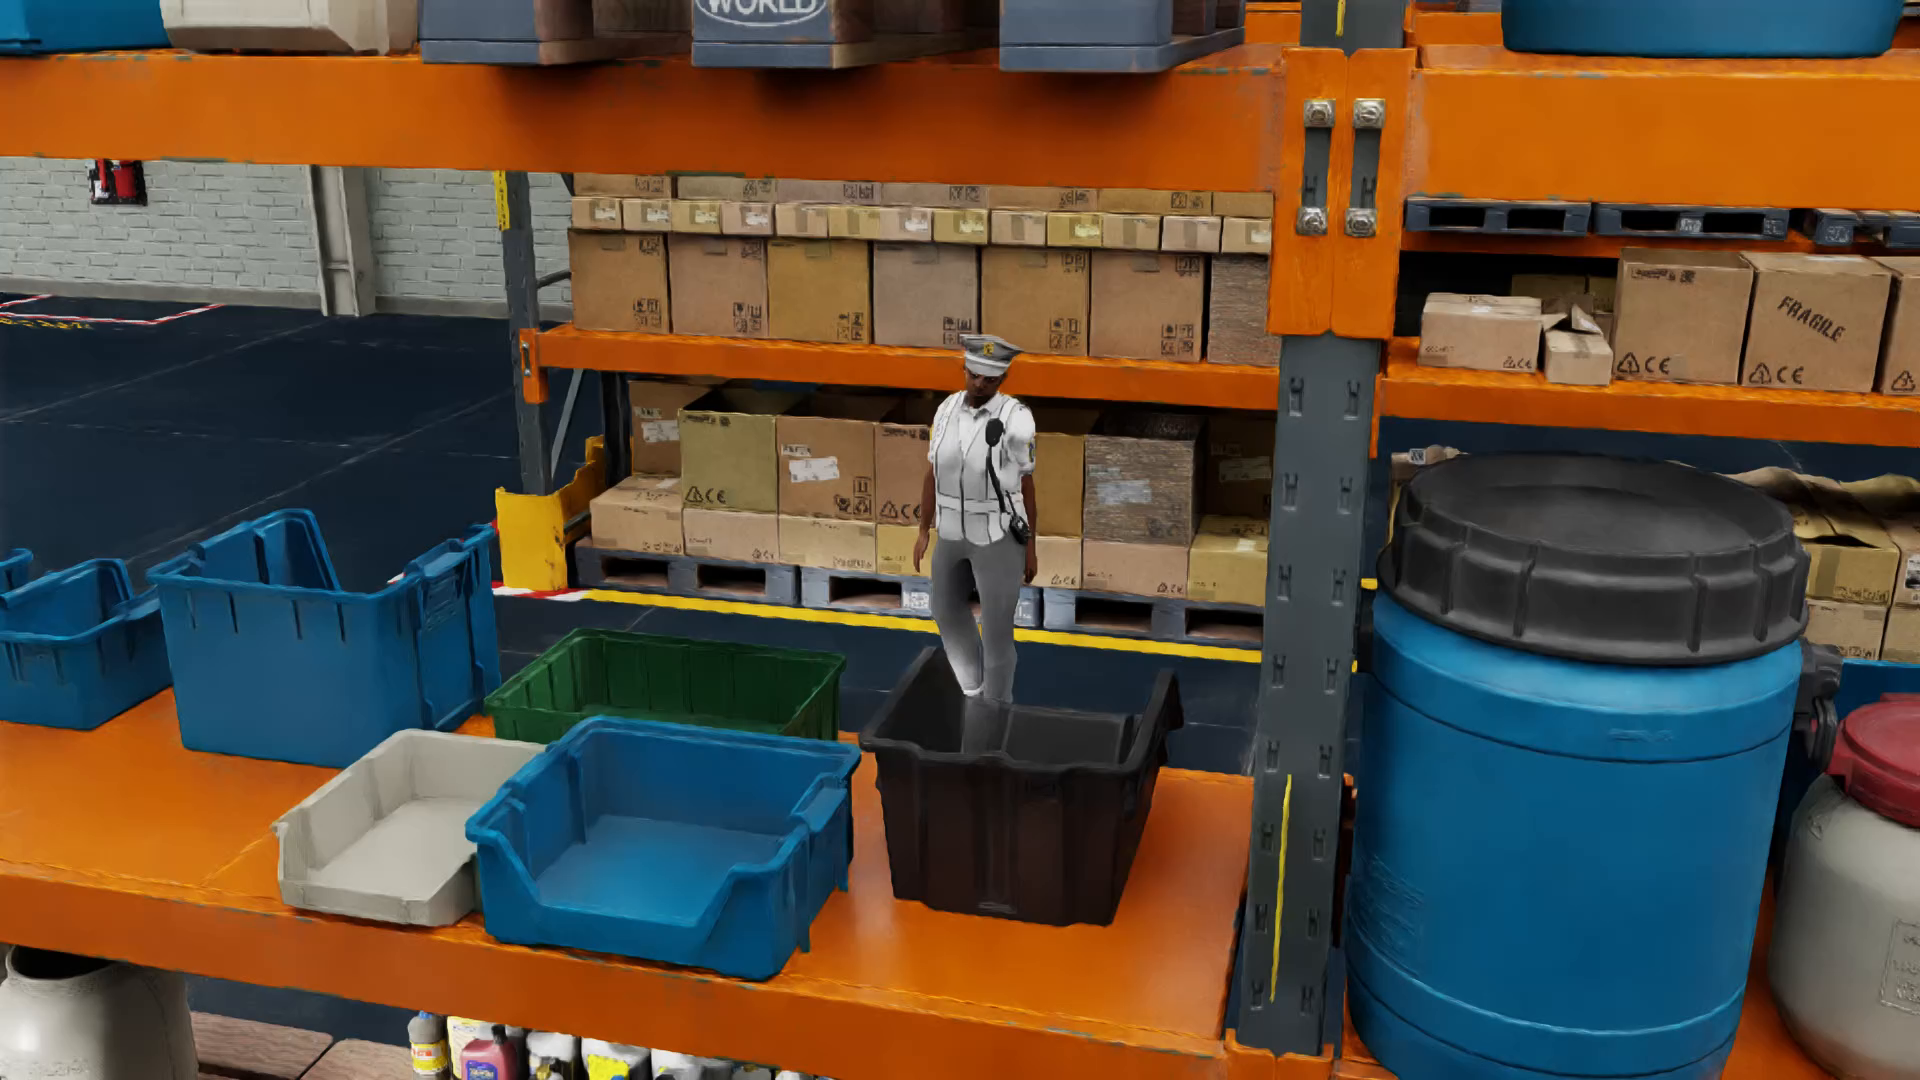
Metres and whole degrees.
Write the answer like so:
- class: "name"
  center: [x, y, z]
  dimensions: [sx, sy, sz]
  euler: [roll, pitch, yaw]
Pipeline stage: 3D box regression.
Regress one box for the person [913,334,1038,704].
- class: "person"
  center: [0.023, -0.029, 6.641]
  dimensions: [0.665, 1.667, 0.487]
  euler: [12, 22, 32]
